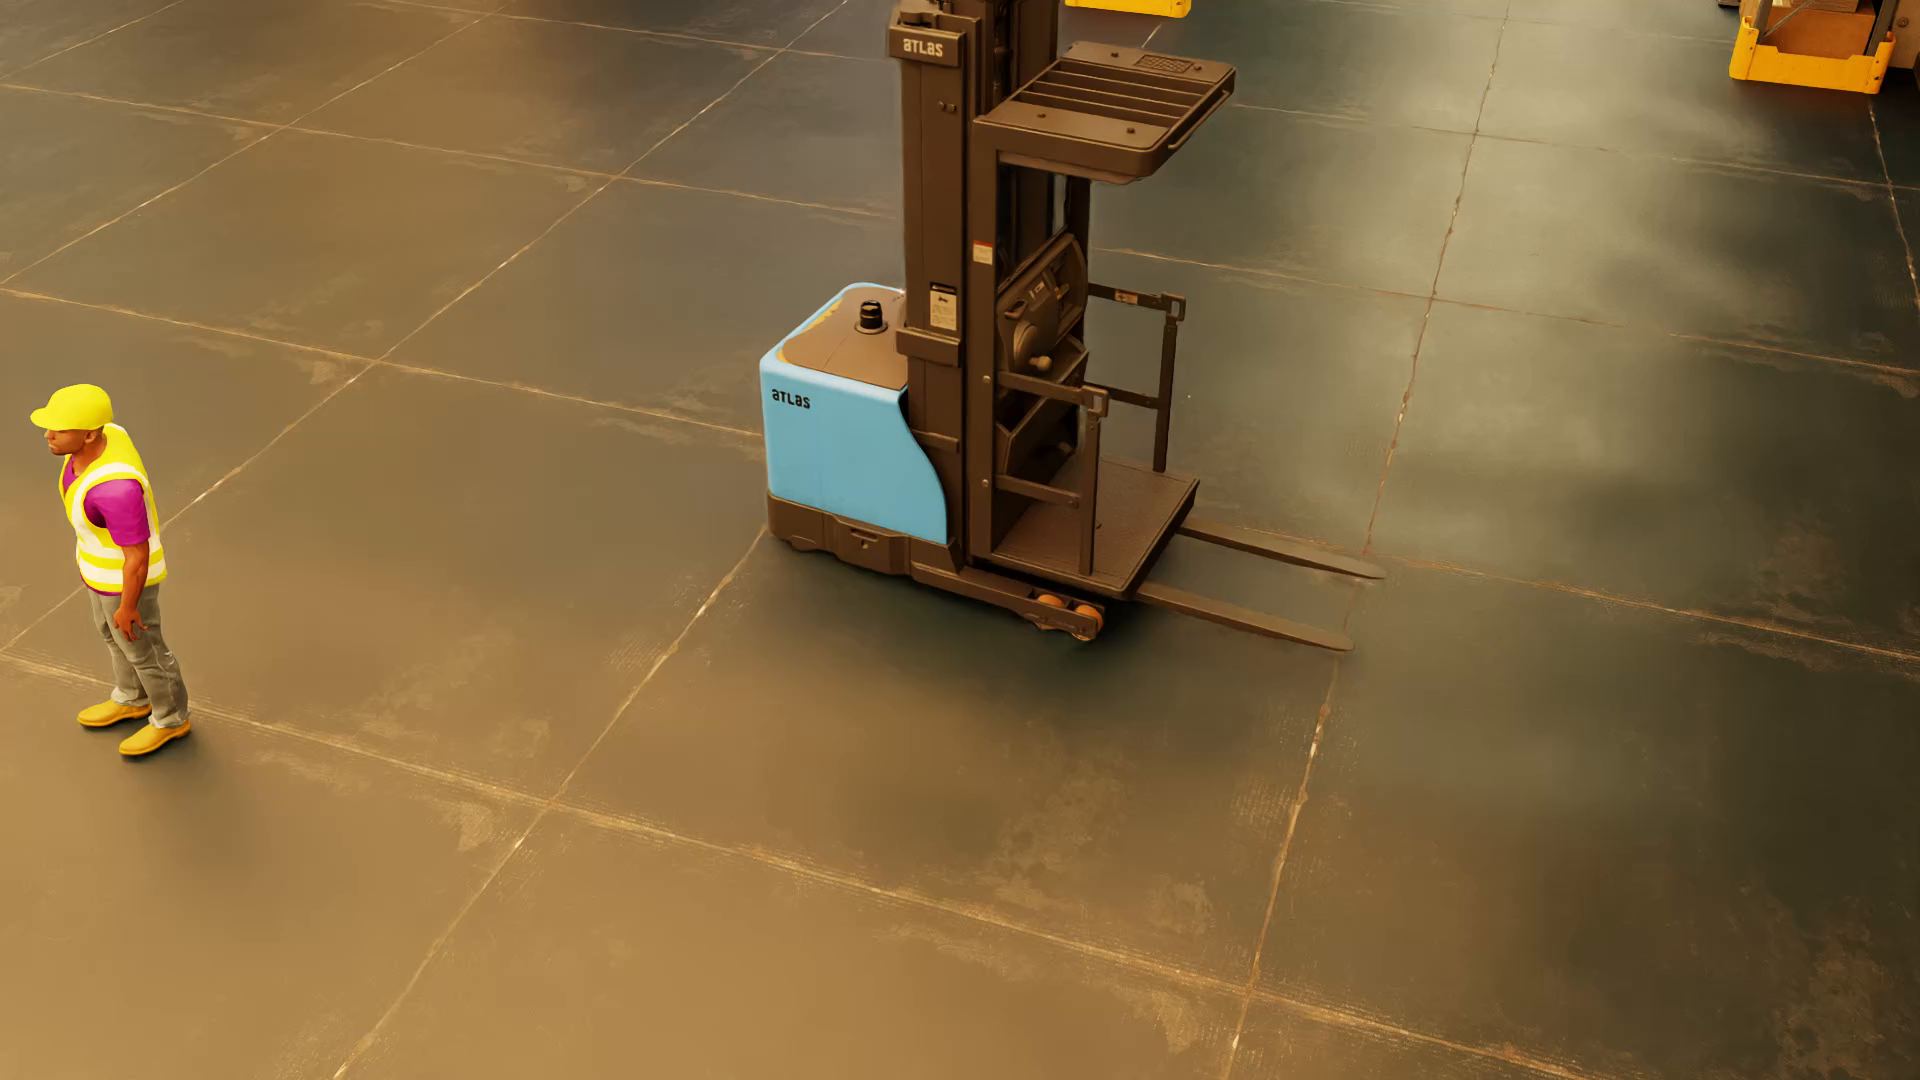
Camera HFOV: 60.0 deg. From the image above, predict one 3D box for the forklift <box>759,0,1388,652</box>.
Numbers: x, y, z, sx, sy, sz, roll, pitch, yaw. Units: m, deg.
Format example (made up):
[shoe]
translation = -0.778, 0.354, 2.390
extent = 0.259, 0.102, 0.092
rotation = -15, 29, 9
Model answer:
[forklift]
translation = 0.564, -1.067, 7.615
extent = 3.031, 2.935, 1.130
rotation = 16, 38, 21

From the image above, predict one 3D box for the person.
[person]
translation = -3.561, 0.148, 6.897
extent = 0.577, 1.766, 0.666
rotation = -21, 40, -27
